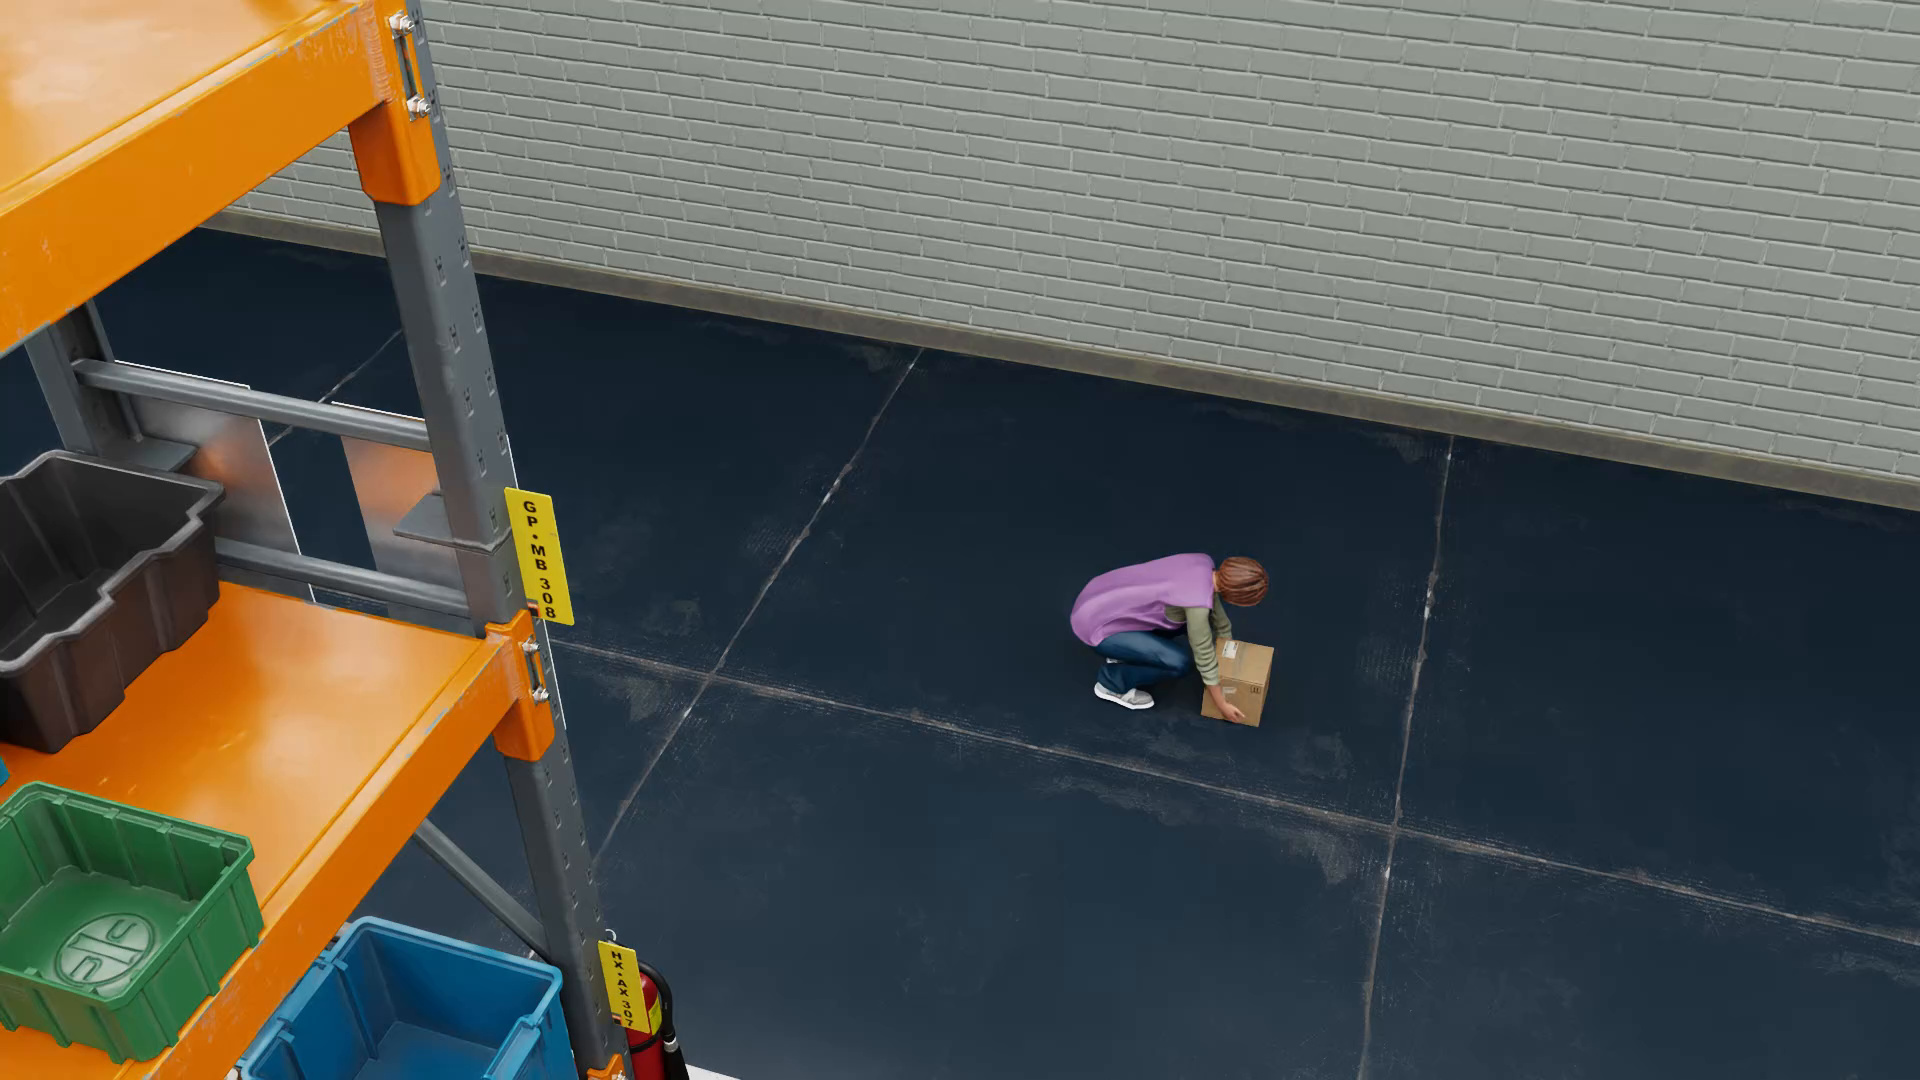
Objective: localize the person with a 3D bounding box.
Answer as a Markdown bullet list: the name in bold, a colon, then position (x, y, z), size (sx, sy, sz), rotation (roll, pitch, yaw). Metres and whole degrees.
- **person**: position (0.820, 0.369, 7.158), size (0.684, 0.701, 0.437), rotation (11, 39, 14)
